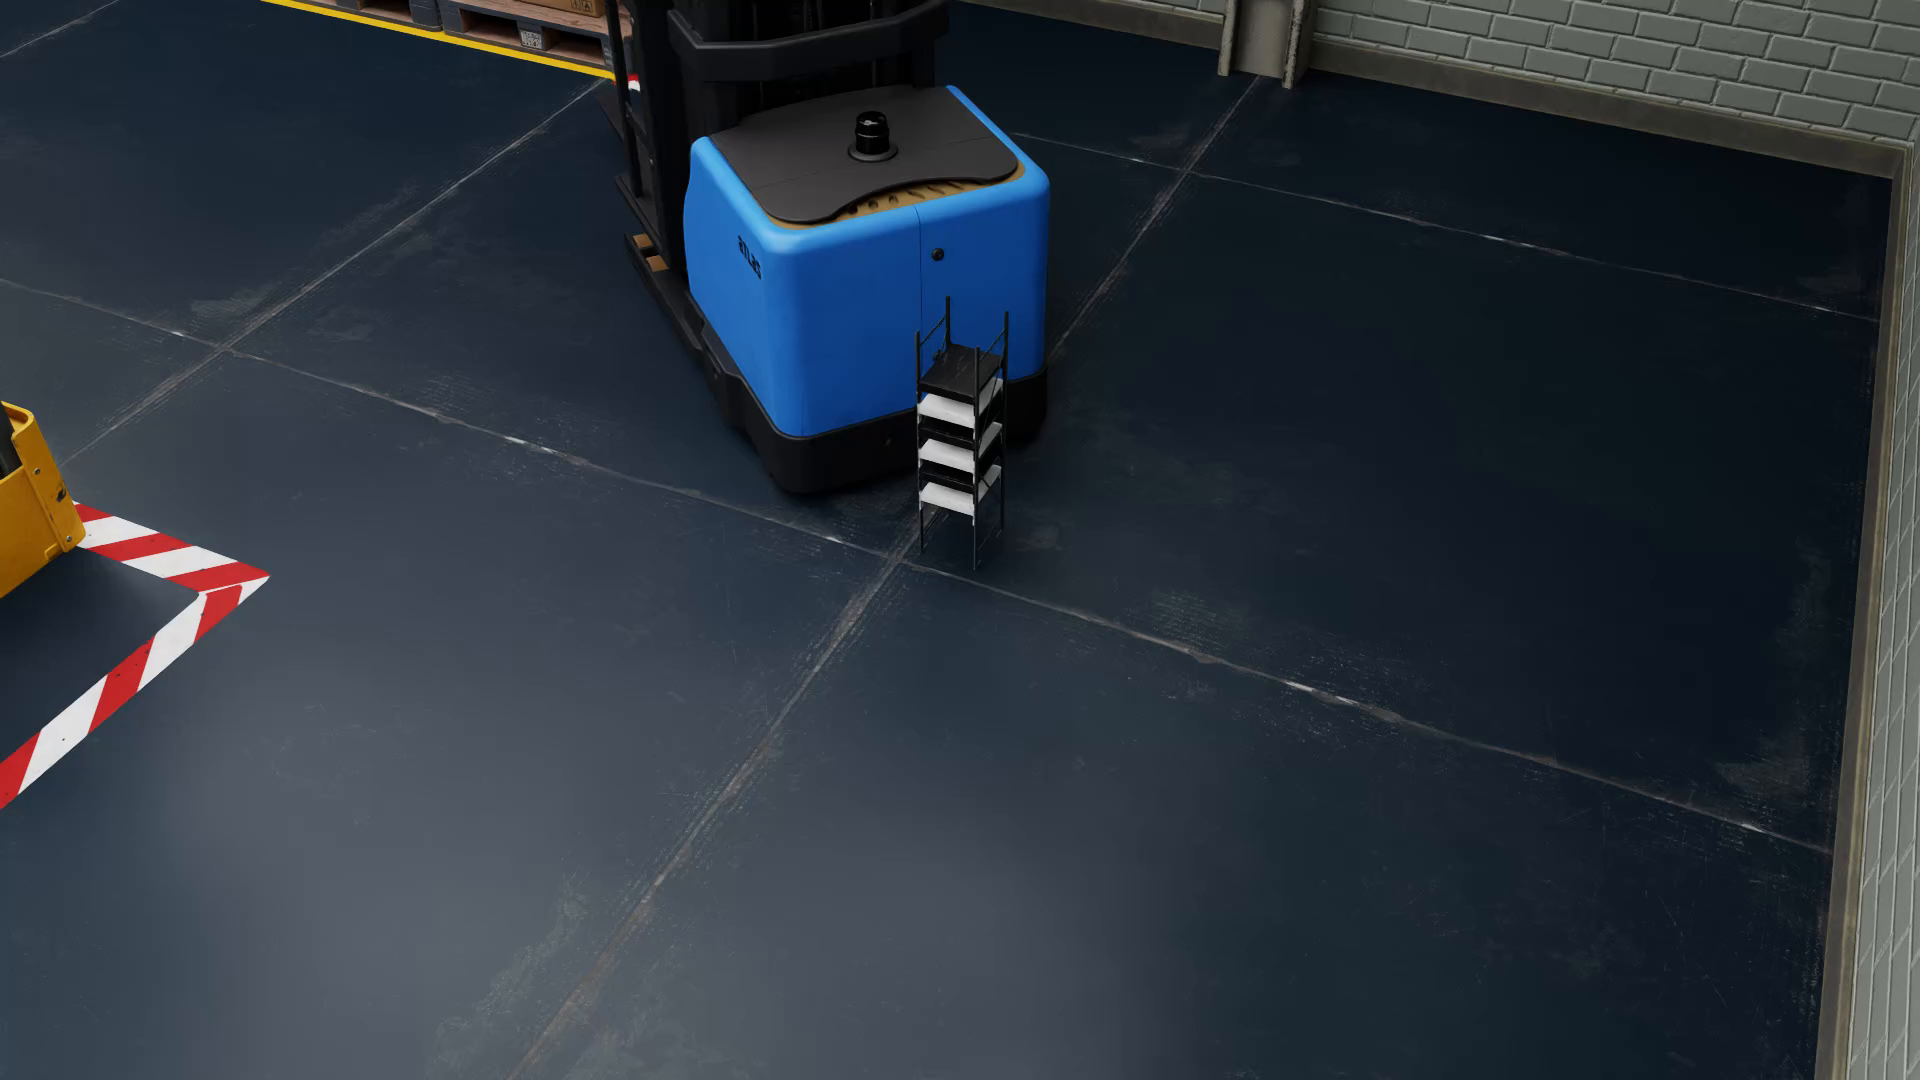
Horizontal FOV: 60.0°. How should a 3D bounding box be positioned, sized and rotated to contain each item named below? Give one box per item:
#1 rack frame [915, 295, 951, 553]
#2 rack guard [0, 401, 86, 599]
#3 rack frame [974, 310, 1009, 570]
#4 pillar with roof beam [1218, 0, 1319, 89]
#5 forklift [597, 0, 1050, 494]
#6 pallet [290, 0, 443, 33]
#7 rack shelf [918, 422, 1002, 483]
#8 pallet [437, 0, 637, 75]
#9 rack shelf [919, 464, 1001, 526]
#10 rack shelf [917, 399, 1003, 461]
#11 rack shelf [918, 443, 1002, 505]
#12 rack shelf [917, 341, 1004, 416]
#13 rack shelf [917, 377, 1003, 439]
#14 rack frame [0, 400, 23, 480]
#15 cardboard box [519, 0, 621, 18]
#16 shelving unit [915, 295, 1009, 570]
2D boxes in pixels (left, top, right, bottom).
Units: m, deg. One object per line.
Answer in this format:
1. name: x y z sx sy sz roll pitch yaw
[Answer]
1. rack frame: -0.085 -0.366 5.485 0.006 0.900 0.240 17 44 19
2. rack guard: -3.413 0.081 5.275 0.348 0.500 1.175 17 44 19
3. rack frame: 0.099 -0.310 5.420 0.006 0.900 0.240 17 44 19
4. pillar with roof beam: -0.261 -3.262 2.642 0.400 9.000 9.100 17 44 19
5. forklift: -0.764 -2.236 6.092 1.130 2.935 3.031 -17 44 -19
6. pallet: -3.113 -3.244 9.332 1.213 0.211 1.003 17 44 19
7. rack shelf: 0.007 -0.313 5.474 0.200 0.077 0.258 17 44 19
8. pallet: -2.011 -2.905 8.941 1.213 0.211 1.003 17 44 19
9. rack shelf: 0.007 -0.177 5.592 0.200 0.077 0.258 17 44 19
10. rack shelf: 0.007 -0.381 5.416 0.200 0.077 0.258 17 44 19
11. rack shelf: 0.007 -0.245 5.533 0.200 0.077 0.258 17 44 19
12. rack shelf: 0.007 -0.517 5.298 0.200 0.077 0.258 17 44 19
13. rack shelf: 0.007 -0.449 5.357 0.200 0.077 0.258 17 44 19
14. rack frame: -3.345 -0.843 4.432 0.127 3.000 1.000 17 44 19
15. cardboard box: -1.930 -3.133 8.662 0.500 0.500 0.700 17 44 19
16. shelving unit: 0.007 -0.338 5.453 0.210 0.900 0.258 17 44 19
